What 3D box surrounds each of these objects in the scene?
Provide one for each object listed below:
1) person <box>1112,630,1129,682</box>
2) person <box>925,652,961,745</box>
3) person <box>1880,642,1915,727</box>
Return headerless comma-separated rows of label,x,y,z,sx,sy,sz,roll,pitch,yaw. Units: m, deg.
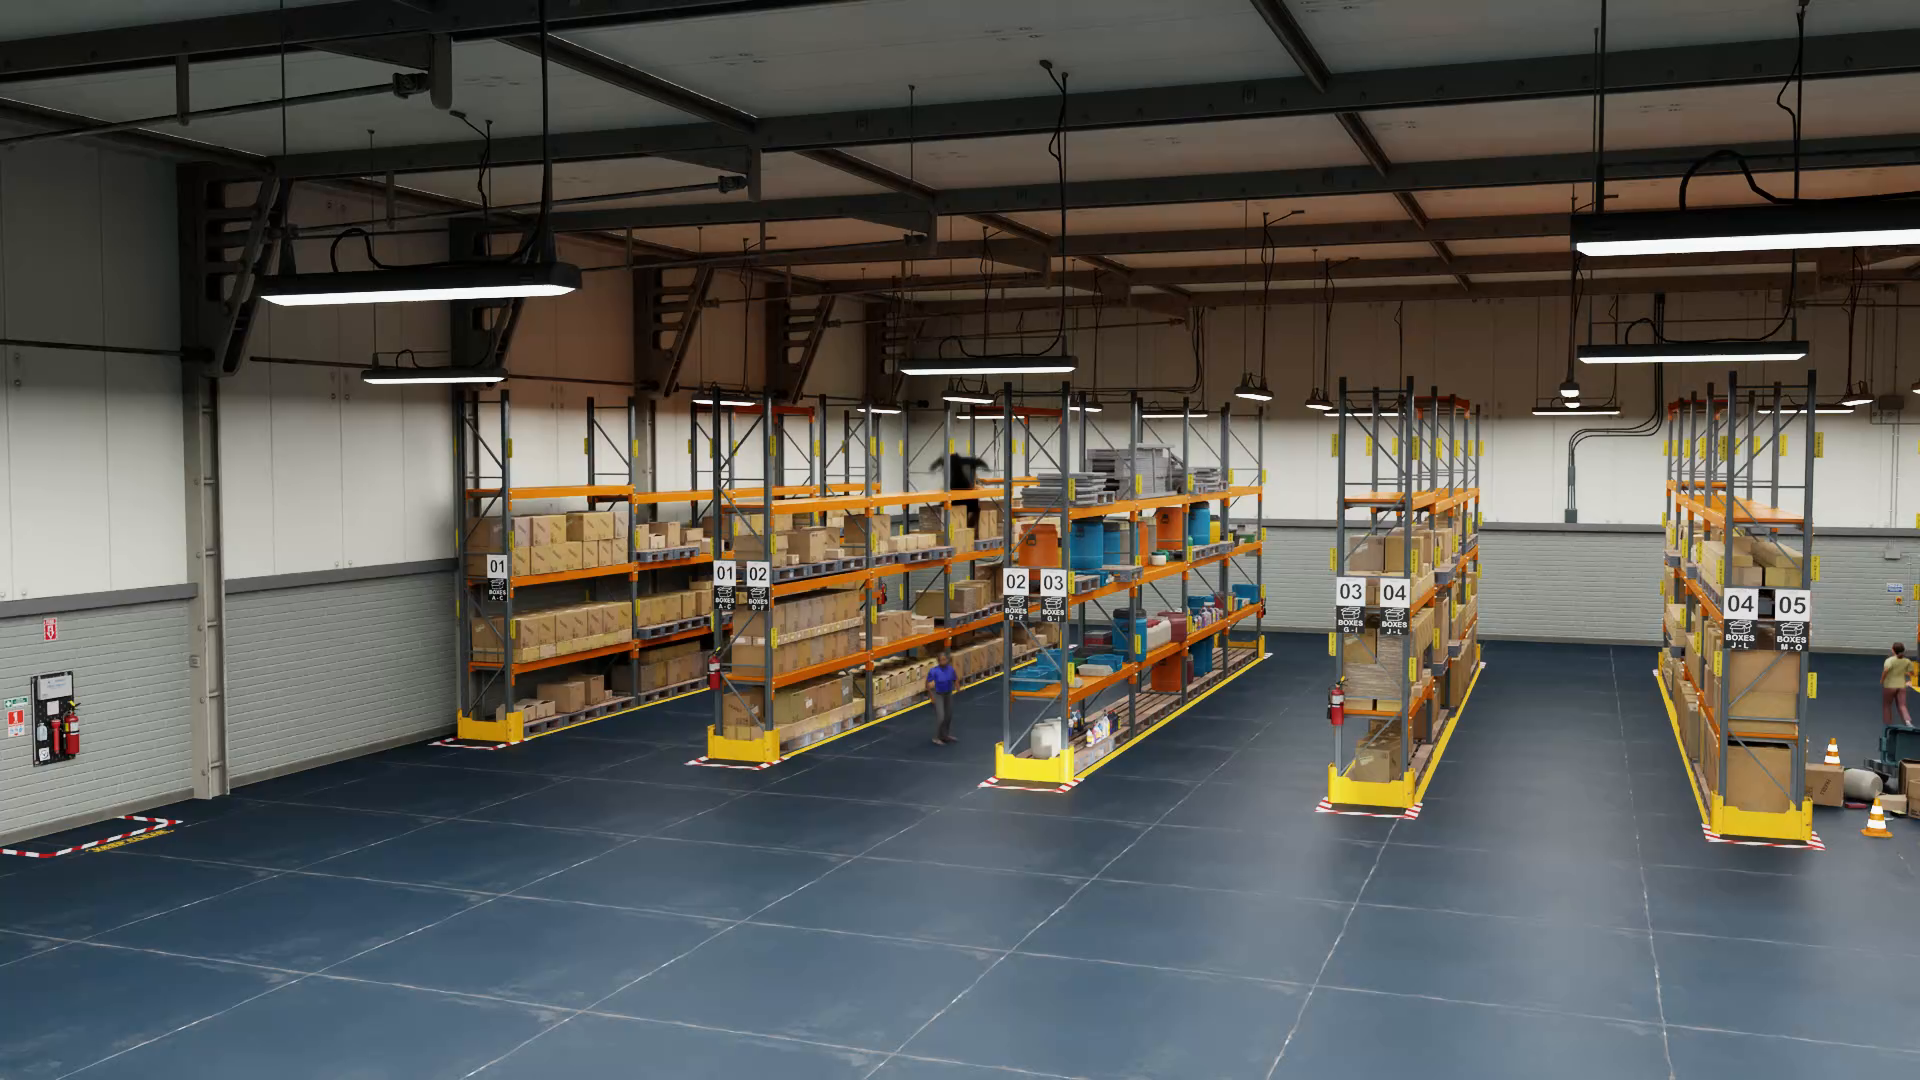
person,3.448,2.243,35.365,0.585,1.596,0.806,2,4,31
person,-0.255,2.681,28.194,0.638,1.599,0.770,-2,4,-35
person,16.235,2.581,28.824,0.575,1.644,0.903,1,3,10
